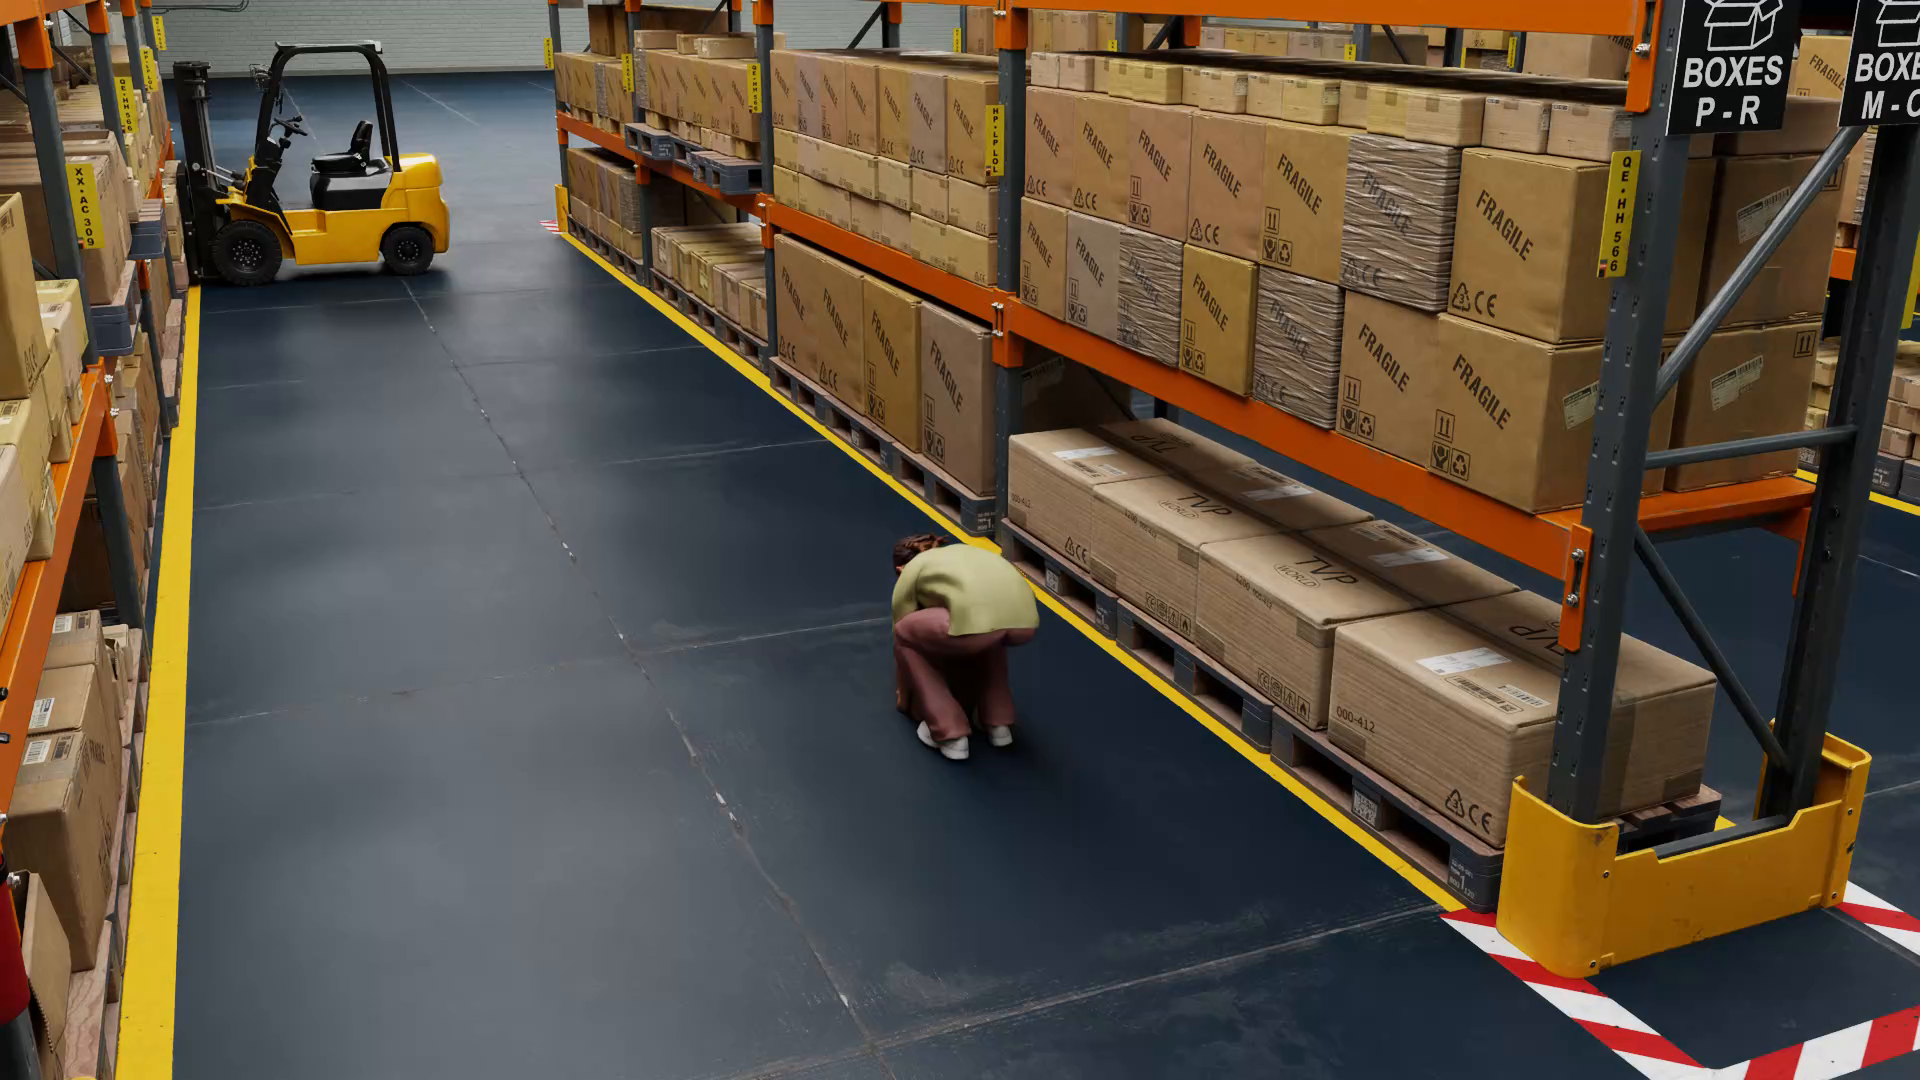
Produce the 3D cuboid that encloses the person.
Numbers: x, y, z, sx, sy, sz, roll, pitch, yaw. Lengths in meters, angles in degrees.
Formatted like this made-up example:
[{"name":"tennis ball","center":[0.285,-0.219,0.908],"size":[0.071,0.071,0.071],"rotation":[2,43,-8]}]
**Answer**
[{"name":"person","center":[-0.022,0.384,6.386],"size":[0.460,0.773,0.866],"rotation":[-9,21,-24]}]
